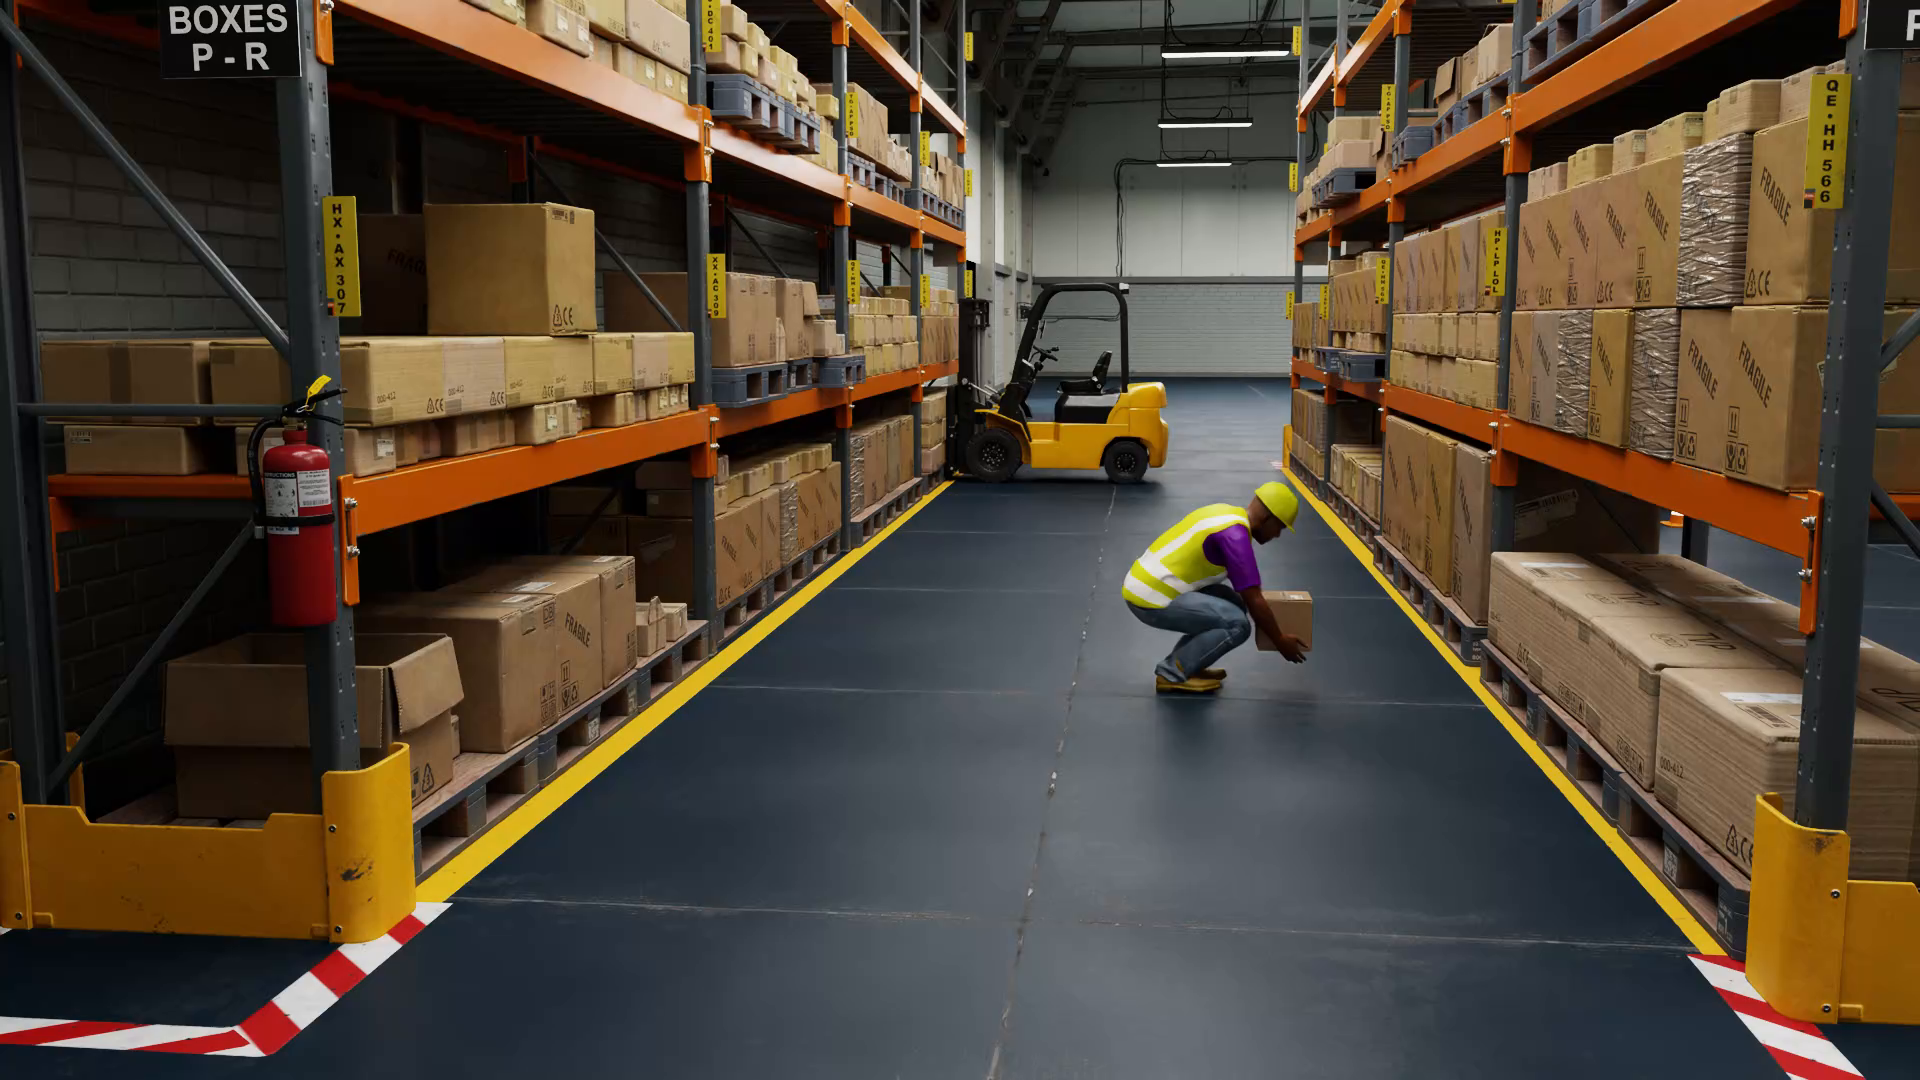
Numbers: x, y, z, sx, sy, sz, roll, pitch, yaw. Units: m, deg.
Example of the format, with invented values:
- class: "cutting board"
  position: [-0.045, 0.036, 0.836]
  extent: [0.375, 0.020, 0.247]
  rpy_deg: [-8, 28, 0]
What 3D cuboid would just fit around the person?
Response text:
- class: "person"
  position: [1.228, 0.215, 8.036]
  extent: [0.885, 0.997, 0.588]
  rpy_deg: [1, 8, 6]
